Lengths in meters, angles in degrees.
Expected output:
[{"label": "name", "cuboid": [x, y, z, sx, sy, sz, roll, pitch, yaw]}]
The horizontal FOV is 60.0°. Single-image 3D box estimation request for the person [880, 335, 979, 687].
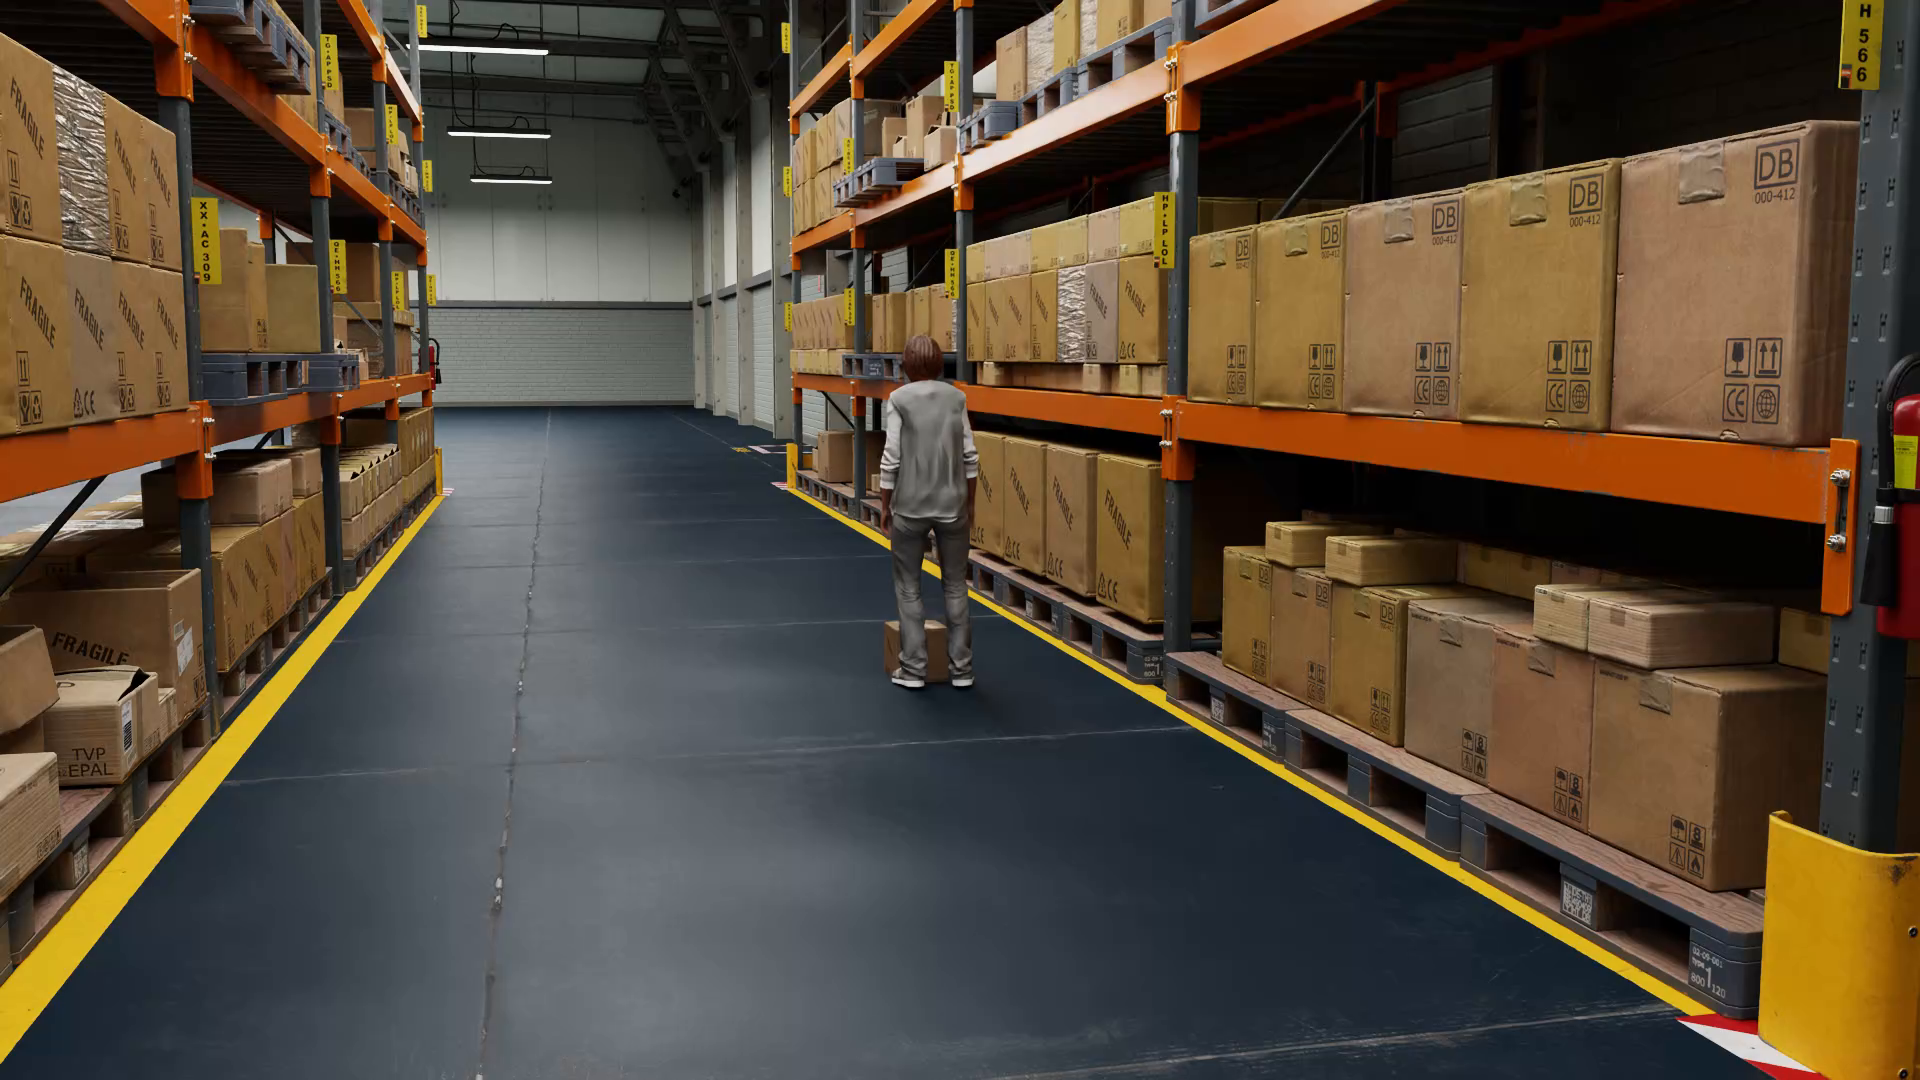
[{"label": "person", "cuboid": [-0.142, -0.122, 7.489, 0.466, 1.591, 0.376, -2, 7, -15]}]
